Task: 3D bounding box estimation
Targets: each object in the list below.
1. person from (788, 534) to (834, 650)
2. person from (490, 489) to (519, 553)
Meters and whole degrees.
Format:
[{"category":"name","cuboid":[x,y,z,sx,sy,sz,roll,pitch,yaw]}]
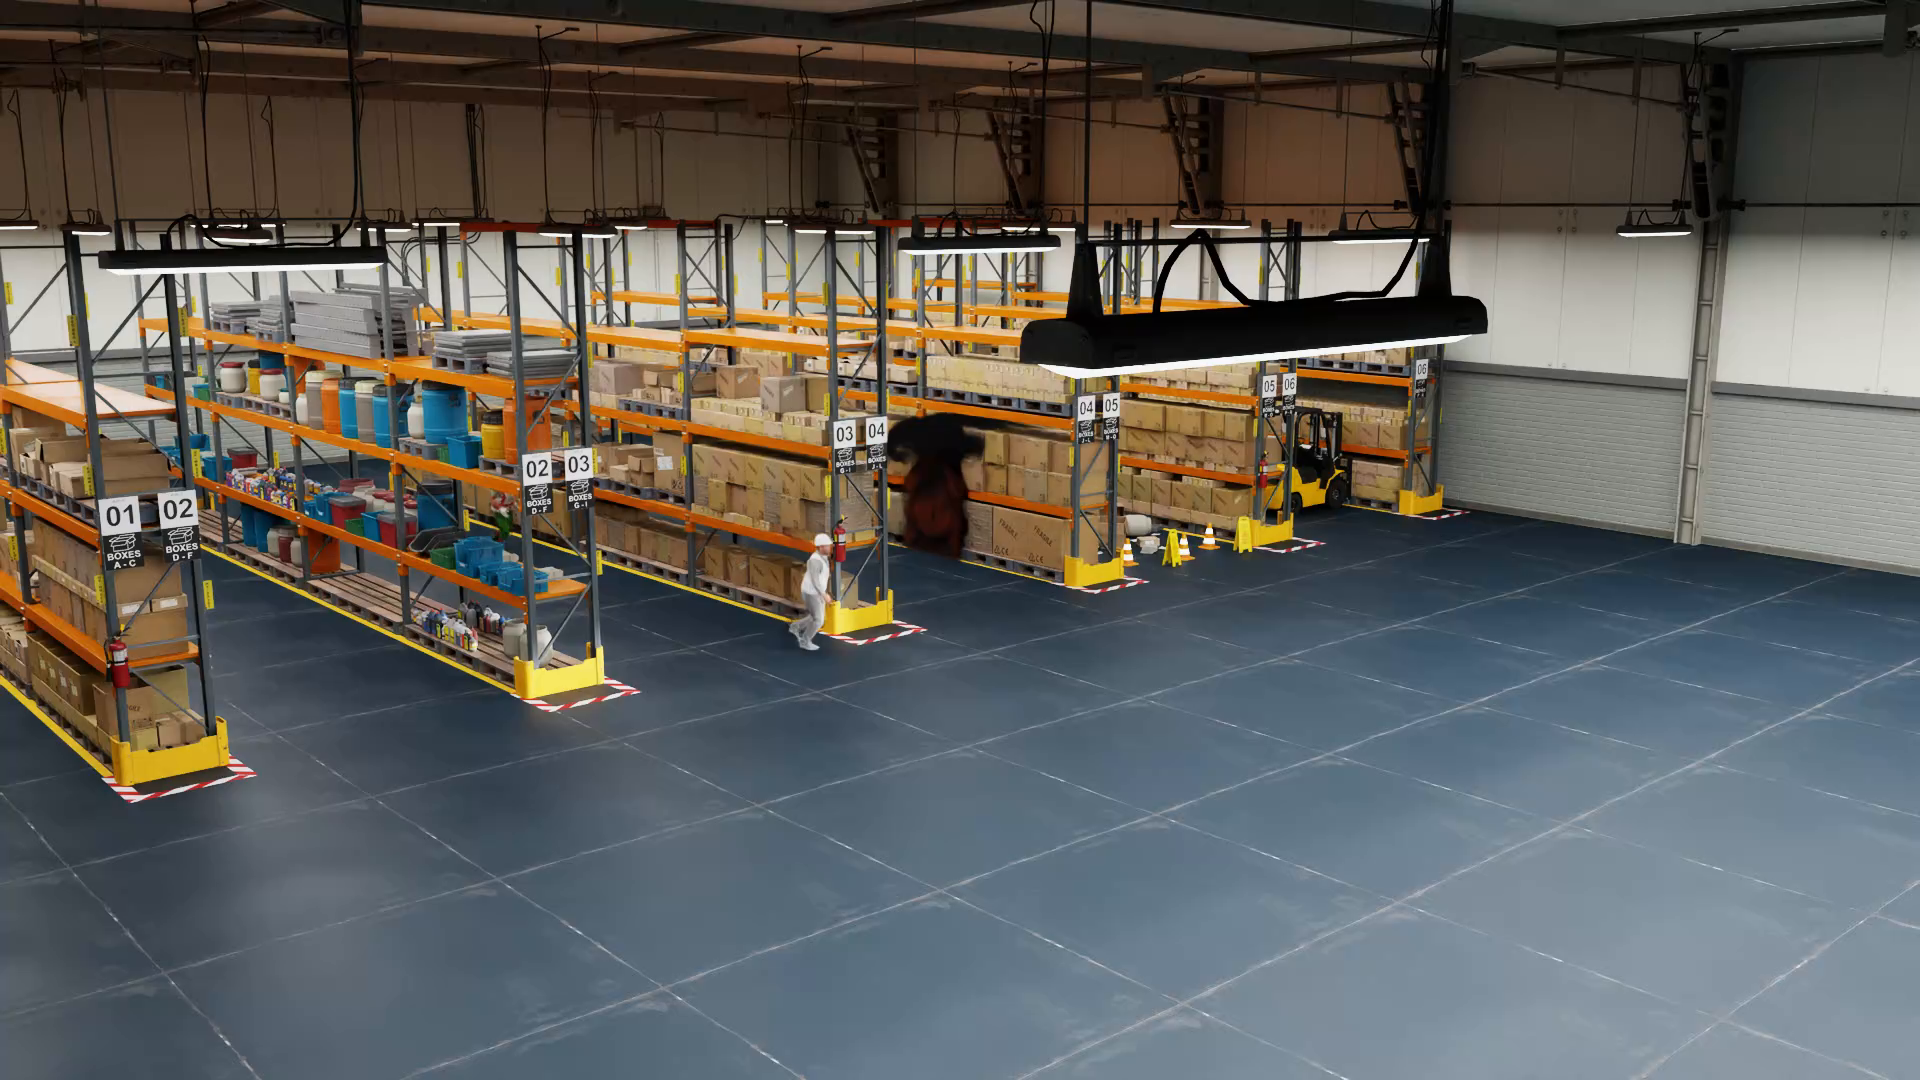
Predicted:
[{"category":"person","cuboid":[-2.150,0.739,23.955,0.718,1.707,0.642,1,11,3]},{"category":"person","cuboid":[-8.366,-0.538,30.416,0.942,1.622,0.667,6,13,28]}]
